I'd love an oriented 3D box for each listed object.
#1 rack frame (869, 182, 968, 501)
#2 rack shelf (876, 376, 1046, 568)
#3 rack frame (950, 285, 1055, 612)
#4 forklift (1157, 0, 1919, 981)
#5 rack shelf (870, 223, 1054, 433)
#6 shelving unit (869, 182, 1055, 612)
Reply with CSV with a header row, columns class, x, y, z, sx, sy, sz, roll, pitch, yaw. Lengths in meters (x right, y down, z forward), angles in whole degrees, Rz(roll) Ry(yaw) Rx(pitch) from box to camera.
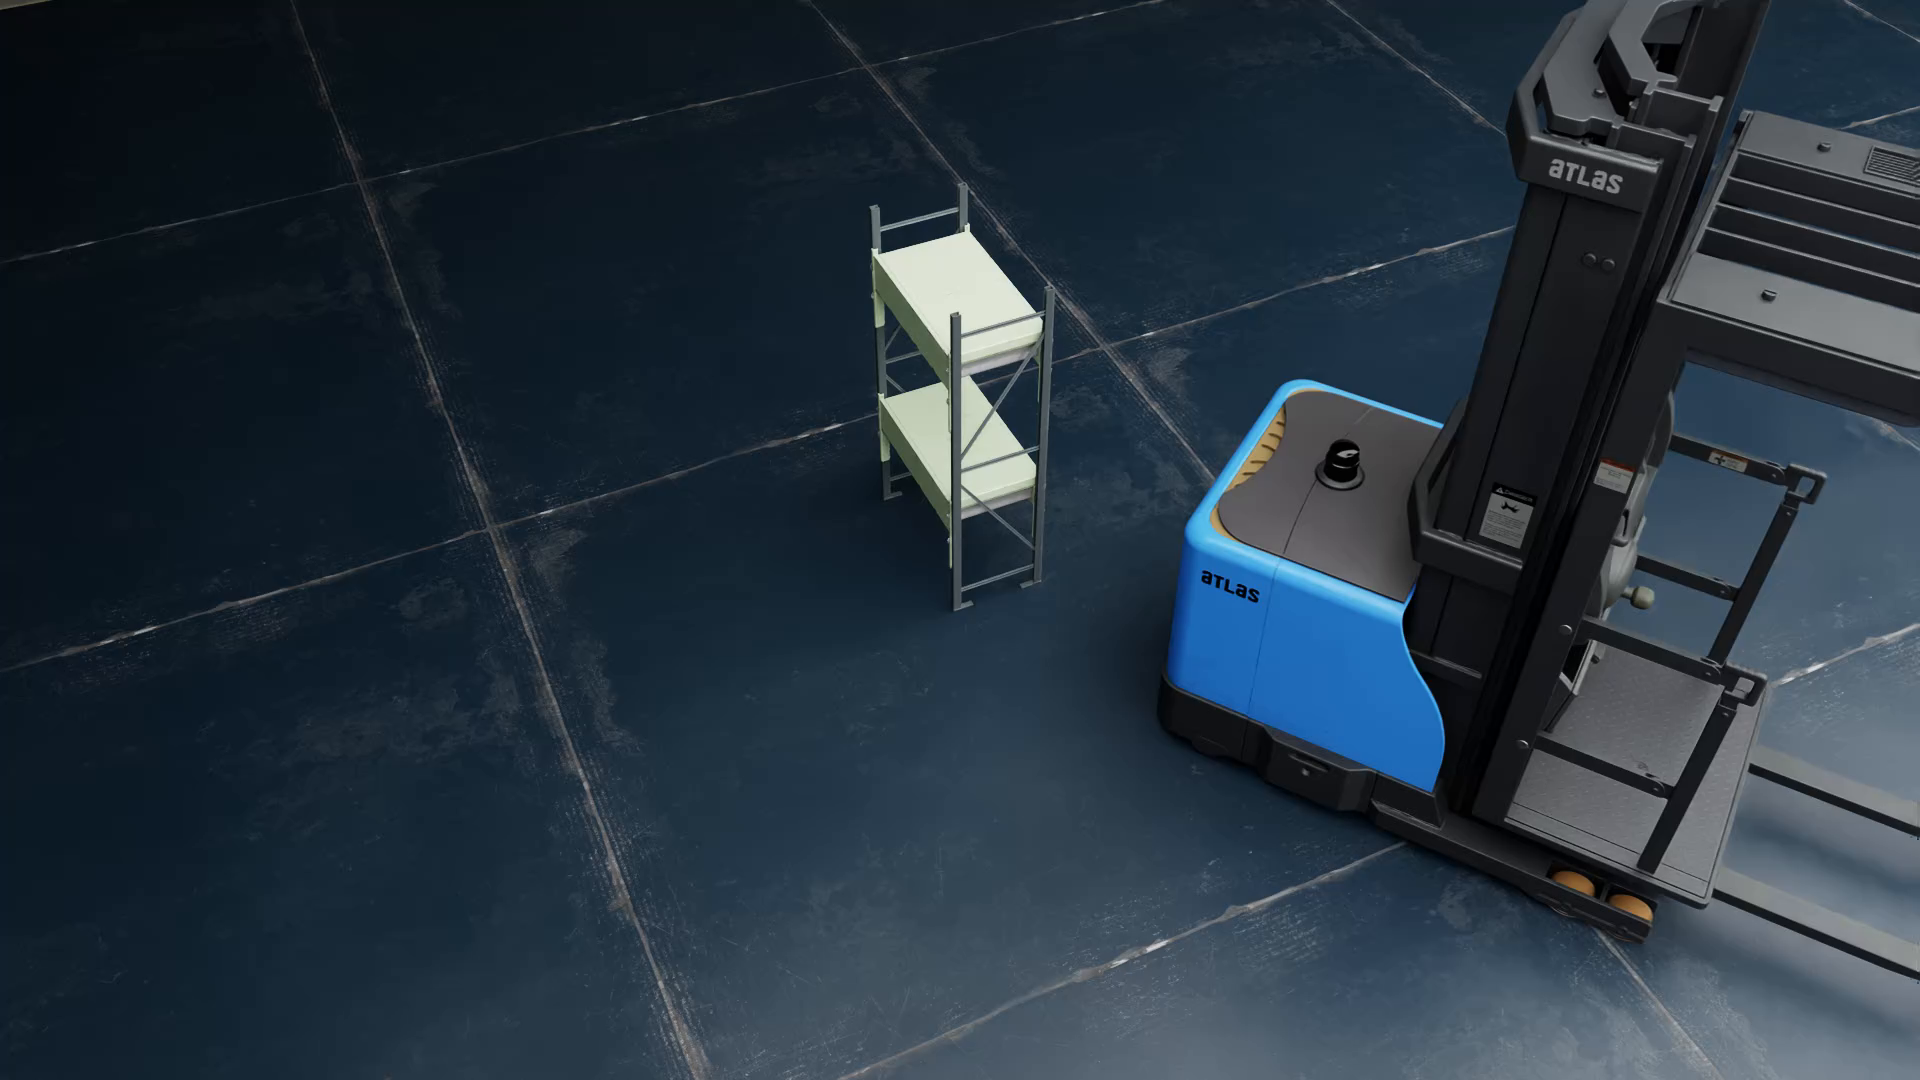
class,x,y,z,sx,sy,sz,roll,pitch,yaw
rack frame,-0.157,-0.771,6.833,0.400,1.500,0.023,-18,47,-17
rack shelf,-0.003,-0.306,6.825,0.431,0.370,0.720,-18,47,-17
rack frame,0.151,-0.305,6.360,0.400,1.500,0.023,-18,47,-17
forklift,2.287,-0.096,5.129,3.031,2.935,1.130,22,49,21
rack shelf,-0.003,-0.816,6.322,0.431,0.370,0.720,-18,47,-17
shelving unit,-0.003,-0.538,6.596,0.431,1.500,0.755,-18,47,-17
